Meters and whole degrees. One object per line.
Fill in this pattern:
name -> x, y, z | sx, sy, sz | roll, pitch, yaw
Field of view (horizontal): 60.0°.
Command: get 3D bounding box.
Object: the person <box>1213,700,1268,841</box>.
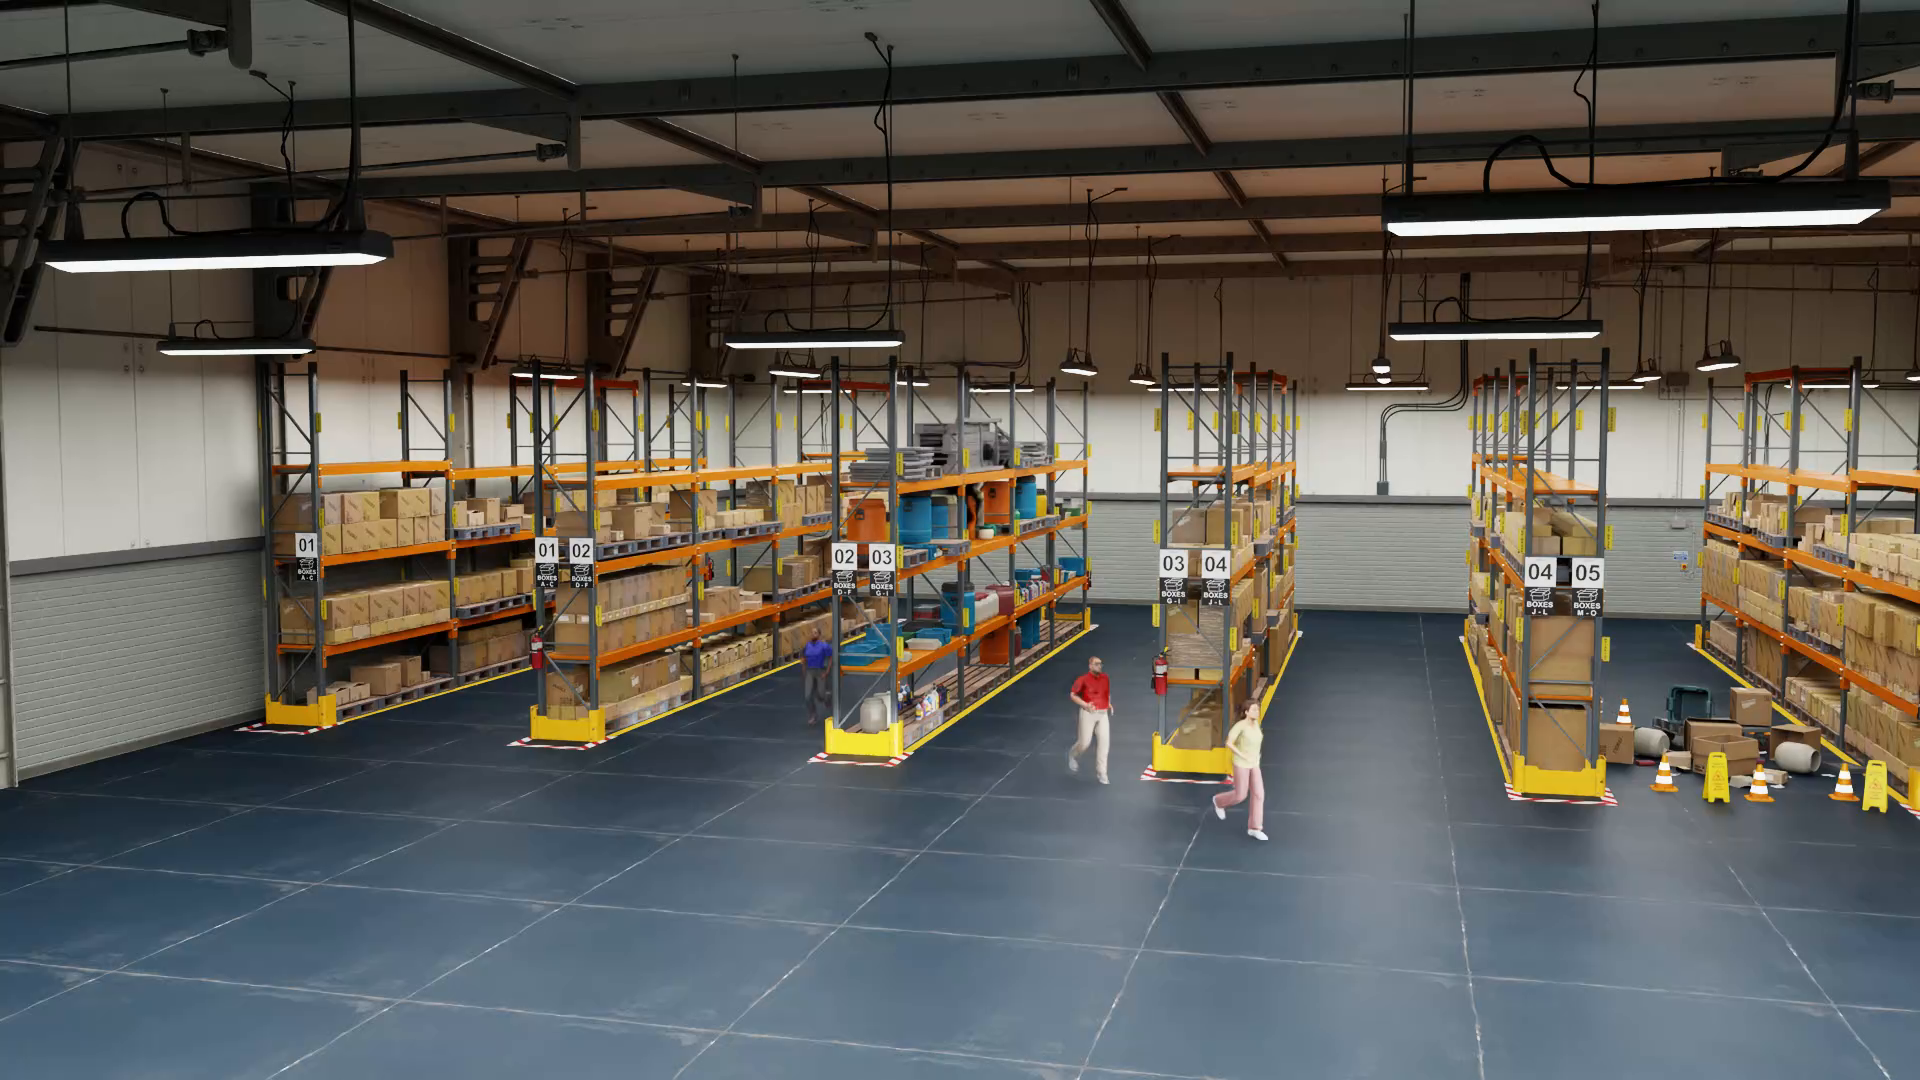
person -> 3.457, 2.759, 20.272 | 0.602, 1.660, 0.915 | -3, 5, -39

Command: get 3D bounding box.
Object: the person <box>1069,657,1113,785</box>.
person -> 1.880, 2.500, 23.372 | 0.696, 1.729, 0.994 | -2, 4, -23

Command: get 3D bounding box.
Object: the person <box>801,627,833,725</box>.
person -> -2.395, 2.261, 27.843 | 0.589, 1.616, 0.709 | 1, 4, 15
